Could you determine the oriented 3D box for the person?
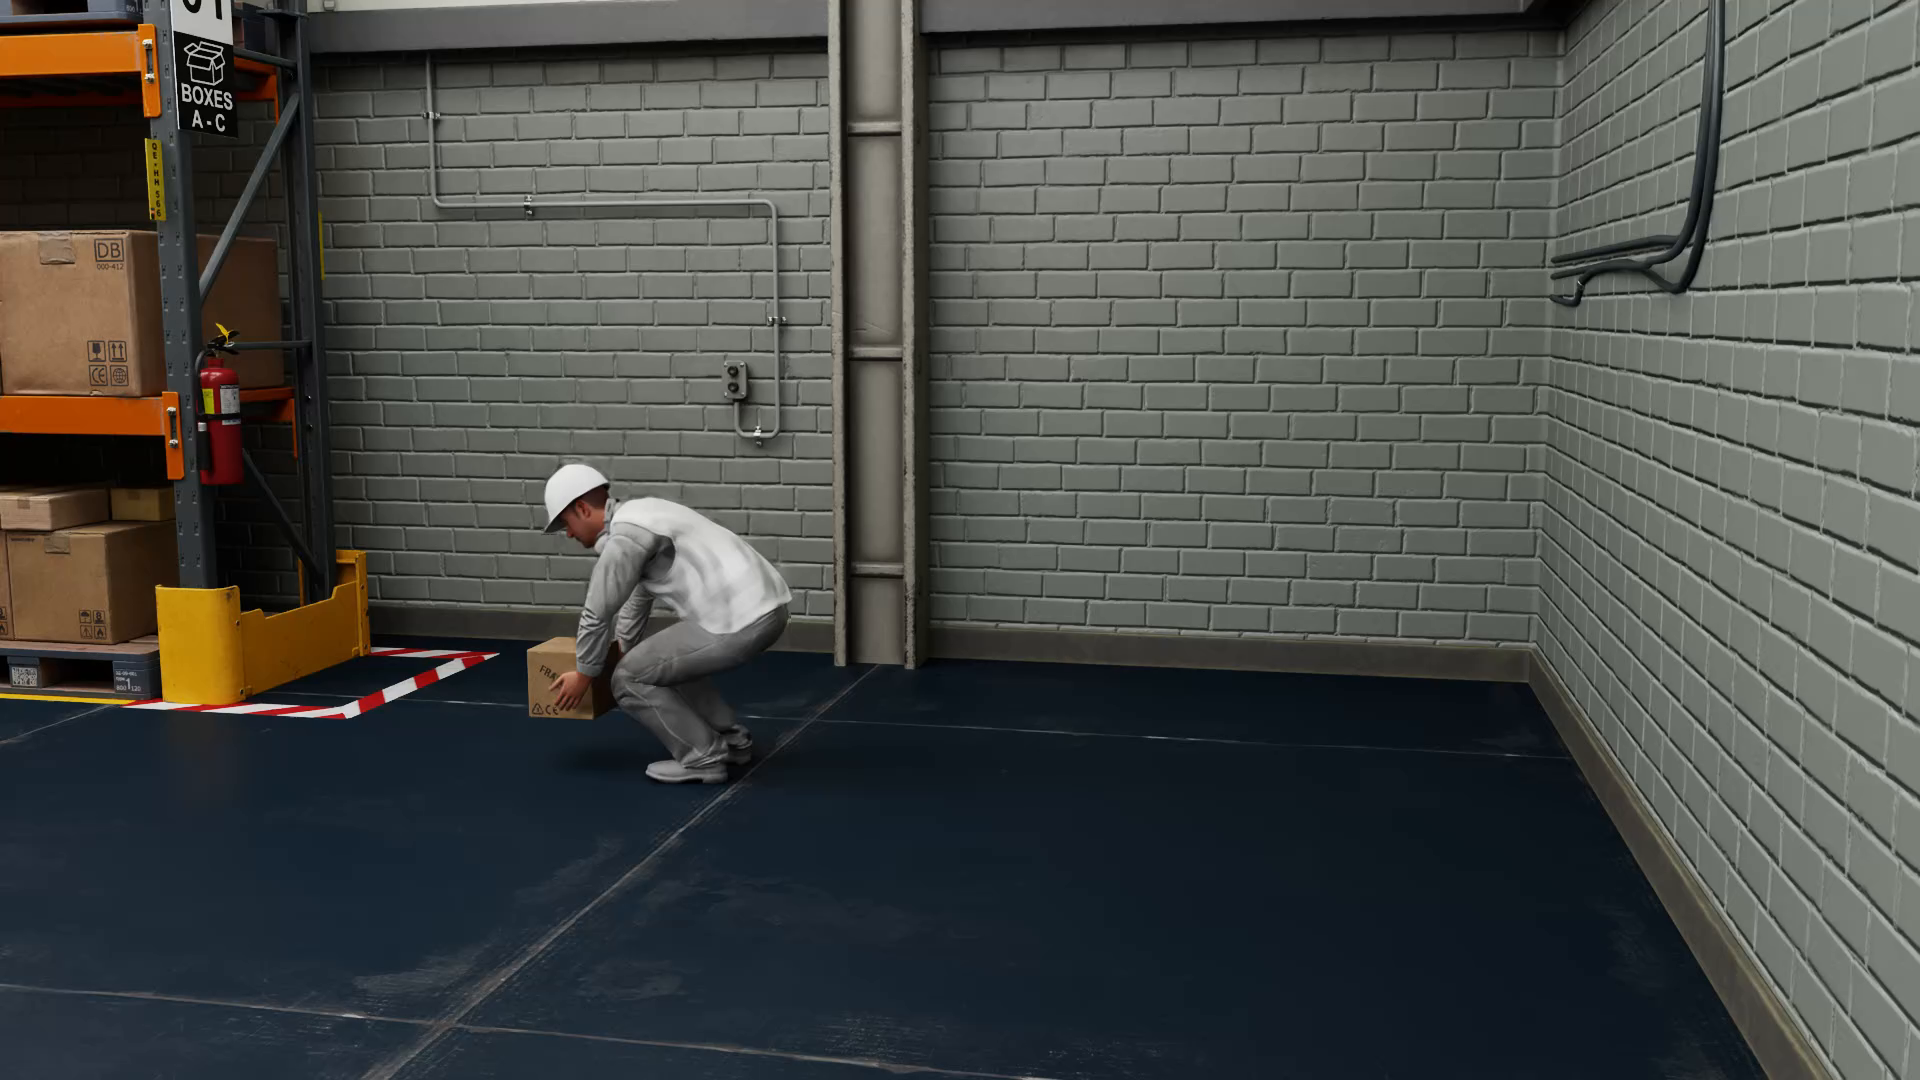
[{"bbox_3d":[-1.072,0.338,6.015,0.874,1.027,0.542,2,8,11],"label":"person"}]
